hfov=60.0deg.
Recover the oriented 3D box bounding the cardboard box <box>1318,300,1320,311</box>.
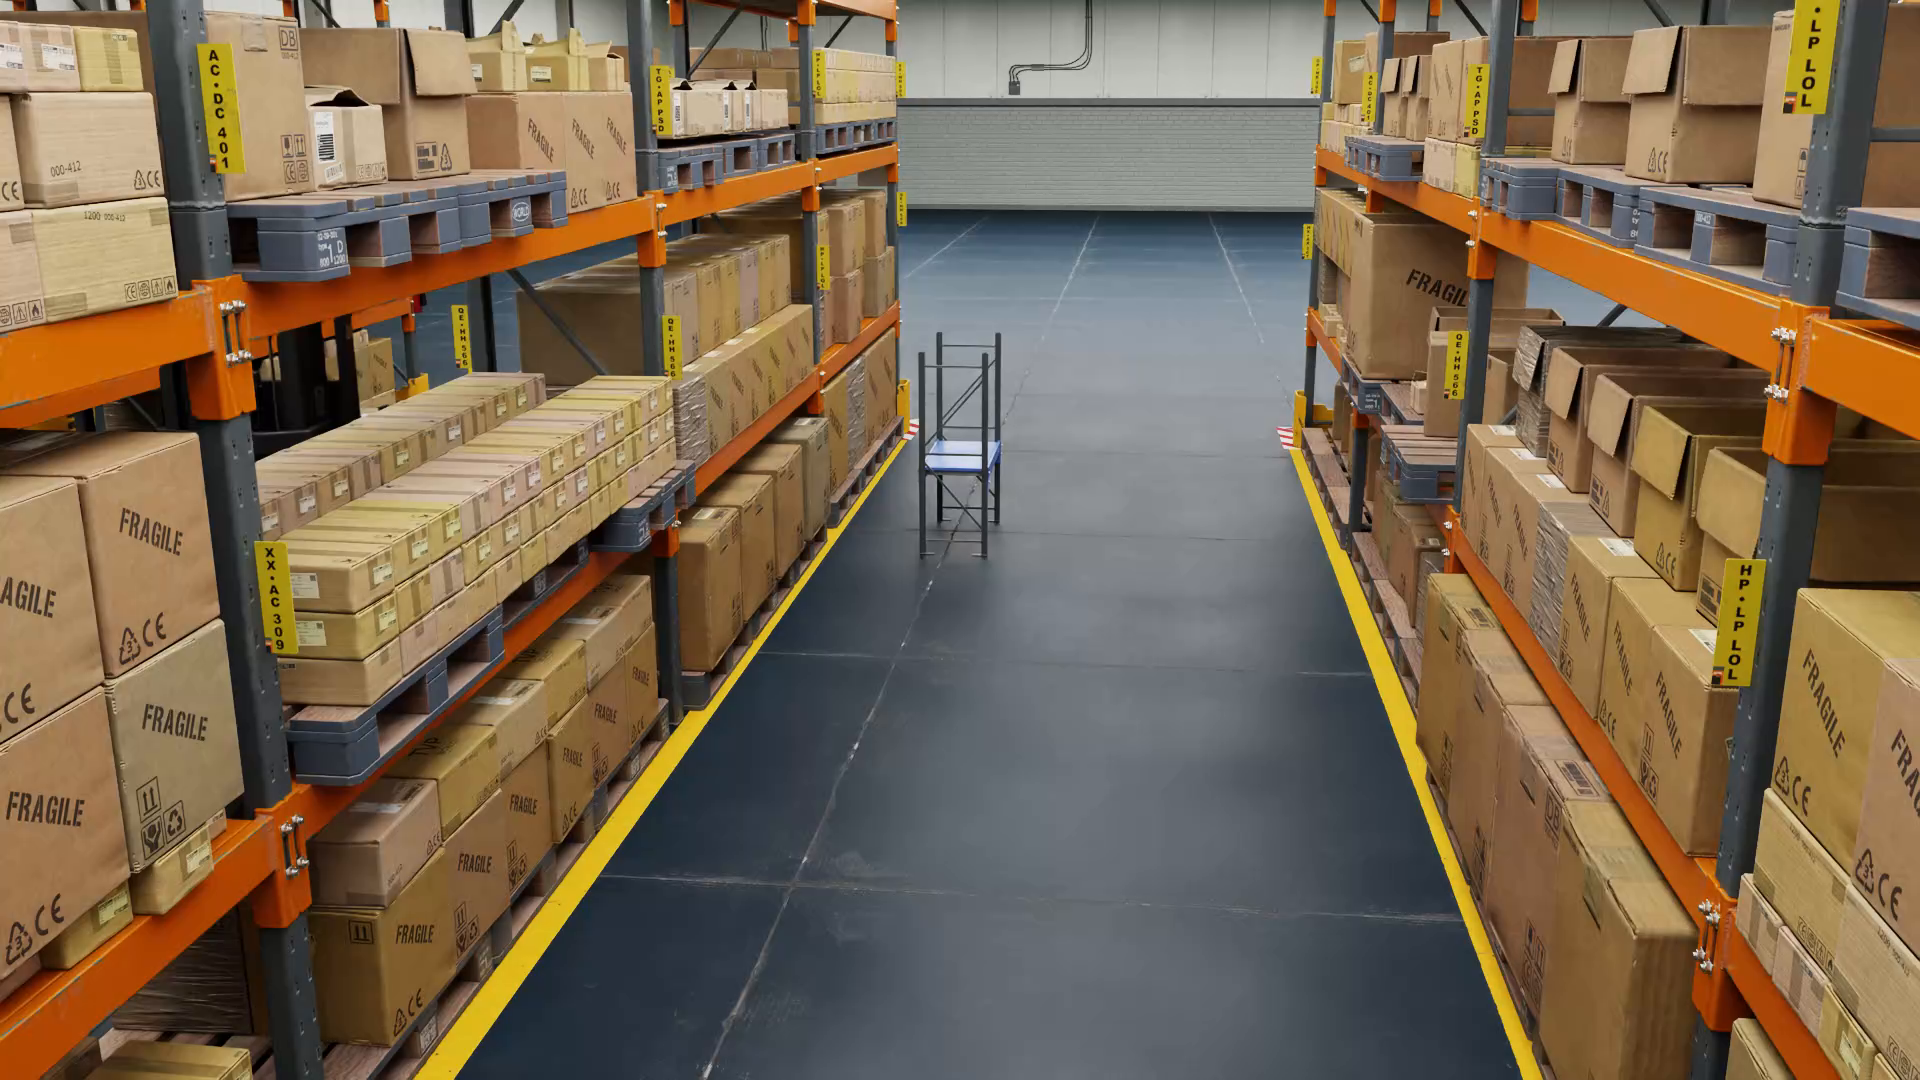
[{"bbox_3d":[3.544,-2.186,15.479,0.380,0.149,0.250,2,15,6],"label":"cardboard box"}]

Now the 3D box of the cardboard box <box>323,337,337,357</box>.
[{"bbox_3d":[-5.902,-1.770,15.245,0.380,0.149,0.250,2,15,9],"label":"cardboard box"}]

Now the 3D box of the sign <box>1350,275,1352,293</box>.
[{"bbox_3d":[2.822,-1.768,11.796,0.100,0.325,0.005,2,15,6],"label":"sign"}]

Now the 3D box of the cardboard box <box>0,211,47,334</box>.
[{"bbox_3d":[-2.313,-0.545,3.471,0.500,0.250,0.500,2,15,6],"label":"cardboard box"}]

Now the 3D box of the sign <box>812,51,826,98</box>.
[{"bbox_3d":[-1.015,-3.345,11.945,0.100,0.325,0.005,2,15,6],"label":"sign"}]

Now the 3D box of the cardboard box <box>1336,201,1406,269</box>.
[{"bbox_3d":[3.252,-2.395,13.096,0.500,0.500,0.500,2,15,6],"label":"cardboard box"}]

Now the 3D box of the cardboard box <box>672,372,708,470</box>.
[{"bbox_3d":[-1.687,-0.628,9.046,0.500,0.500,0.500,2,15,7],"label":"cardboard box"}]

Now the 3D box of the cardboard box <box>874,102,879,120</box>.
[{"bbox_3d":[-0.919,-3.763,14.572,0.380,0.149,0.250,1,15,5],"label":"cardboard box"}]

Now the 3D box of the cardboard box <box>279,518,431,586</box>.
[{"bbox_3d":[-1.931,0.037,5.317,0.380,0.149,0.250,2,15,8],"label":"cardboard box"}]

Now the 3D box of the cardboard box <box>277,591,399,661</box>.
[{"bbox_3d":[-1.956,0.253,5.088,0.380,0.149,0.250,2,15,7],"label":"cardboard box"}]

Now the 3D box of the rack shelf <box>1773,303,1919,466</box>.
[{"bbox_3d":[2.234,0.157,1.968,1.077,0.370,4.000,2,15,6],"label":"rack shelf"}]

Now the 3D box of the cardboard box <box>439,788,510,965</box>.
[{"bbox_3d":[-2.053,1.249,6.280,0.500,0.500,0.500,2,15,9],"label":"cardboard box"}]

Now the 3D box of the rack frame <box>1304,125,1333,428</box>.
[{"bbox_3d":[3.813,-2.374,15.694,1.000,3.000,0.127,2,15,6],"label":"rack frame"}]

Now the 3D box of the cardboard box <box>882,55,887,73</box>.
[{"bbox_3d":[-0.863,-4.280,14.955,0.380,0.149,0.250,2,15,7],"label":"cardboard box"}]

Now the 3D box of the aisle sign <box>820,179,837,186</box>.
[{"bbox_3d":[-1.394,-3.828,16.092,0.394,0.787,0.004,2,15,6],"label":"aisle sign"}]

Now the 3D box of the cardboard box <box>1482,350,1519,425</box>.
[{"bbox_3d":[2.932,-0.691,8.475,0.500,0.500,0.500,0,15,-1],"label":"cardboard box"}]

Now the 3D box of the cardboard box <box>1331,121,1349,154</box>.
[{"bbox_3d":[3.390,-3.370,13.918,0.500,0.250,0.500,2,15,6],"label":"cardboard box"}]

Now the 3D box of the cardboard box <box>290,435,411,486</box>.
[{"bbox_3d":[-2.429,-0.320,6.636,0.380,0.149,0.250,1,15,5],"label":"cardboard box"}]

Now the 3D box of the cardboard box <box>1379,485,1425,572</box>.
[{"bbox_3d":[3.199,-0.060,11.084,0.700,0.500,0.500,2,15,6],"label":"cardboard box"}]

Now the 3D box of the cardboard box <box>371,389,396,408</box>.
[{"bbox_3d":[-5.860,-1.317,16.250,0.500,0.250,0.500,2,15,6],"label":"cardboard box"}]

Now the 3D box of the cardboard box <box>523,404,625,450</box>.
[{"bbox_3d":[-1.693,-0.497,7.290,0.380,0.149,0.250,2,15,8],"label":"cardboard box"}]

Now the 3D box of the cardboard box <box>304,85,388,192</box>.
[{"bbox_3d":[-2.150,-1.263,5.208,0.500,0.311,0.500,1,15,5],"label":"cardboard box"}]

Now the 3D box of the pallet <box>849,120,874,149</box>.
[{"bbox_3d":[-1.312,-3.441,14.065,1.003,0.211,1.213,2,15,6],"label":"pallet"}]

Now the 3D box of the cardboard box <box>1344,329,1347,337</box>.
[{"bbox_3d":[3.284,-1.602,13.322,0.380,0.149,0.250,2,15,6],"label":"cardboard box"}]

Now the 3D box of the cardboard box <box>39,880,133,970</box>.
[{"bbox_3d":[-2.268,0.906,4.046,0.380,0.149,0.250,2,15,8],"label":"cardboard box"}]

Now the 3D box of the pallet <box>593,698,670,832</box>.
[{"bbox_3d":[-2.096,1.078,8.272,1.003,0.211,1.213,2,15,6],"label":"pallet"}]

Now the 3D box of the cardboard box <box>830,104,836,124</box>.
[{"bbox_3d":[-1.149,-3.238,12.629,0.380,0.149,0.250,2,15,6],"label":"cardboard box"}]

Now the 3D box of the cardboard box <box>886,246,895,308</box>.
[{"bbox_3d":[-1.100,-2.521,15.951,0.875,0.550,0.550,2,15,6],"label":"cardboard box"}]

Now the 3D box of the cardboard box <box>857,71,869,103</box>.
[{"bbox_3d":[-1.053,-3.790,13.908,0.500,0.250,0.500,2,15,7],"label":"cardboard box"}]

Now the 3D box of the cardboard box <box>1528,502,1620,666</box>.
[{"bbox_3d":[2.417,0.167,6.105,0.500,0.500,0.500,2,15,6],"label":"cardboard box"}]

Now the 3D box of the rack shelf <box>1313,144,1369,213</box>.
[{"bbox_3d":[3.588,-2.956,13.478,1.077,0.370,4.000,2,15,6],"label":"rack shelf"}]

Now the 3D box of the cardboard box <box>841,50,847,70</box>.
[{"bbox_3d":[-1.091,-3.753,13.007,0.380,0.149,0.250,1,15,5],"label":"cardboard box"}]

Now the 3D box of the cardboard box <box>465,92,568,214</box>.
[{"bbox_3d":[-1.922,-1.552,6.718,0.500,0.500,0.500,2,15,6],"label":"cardboard box"}]

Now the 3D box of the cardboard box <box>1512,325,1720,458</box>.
[{"bbox_3d":[2.812,-0.642,7.177,0.797,0.503,0.637,2,15,8],"label":"cardboard box"}]

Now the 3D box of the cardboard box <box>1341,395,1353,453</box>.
[{"bbox_3d":[3.693,-1.052,14.791,0.500,0.500,0.500,6,16,21],"label":"cardboard box"}]

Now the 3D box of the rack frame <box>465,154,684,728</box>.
[{"bbox_3d":[-2.006,-0.471,8.658,1.000,3.000,0.127,2,15,6],"label":"rack frame"}]

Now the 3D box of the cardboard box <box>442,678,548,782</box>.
[{"bbox_3d":[-1.992,0.754,6.674,0.500,0.250,0.500,2,15,8],"label":"cardboard box"}]

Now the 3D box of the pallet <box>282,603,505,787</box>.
[{"bbox_3d":[-2.227,0.465,5.563,1.003,0.211,1.213,2,15,6],"label":"pallet"}]

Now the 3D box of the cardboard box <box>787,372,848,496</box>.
[{"bbox_3d":[-1.414,-0.847,13.313,0.875,0.875,0.875,2,15,7],"label":"cardboard box"}]

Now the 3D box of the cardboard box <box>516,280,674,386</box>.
[{"bbox_3d":[-1.946,-1.118,8.944,0.700,0.500,0.500,2,15,6],"label":"cardboard box"}]

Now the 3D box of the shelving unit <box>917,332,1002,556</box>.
[{"bbox_3d":[0.010,-0.746,12.548,0.538,1.500,1.048,2,15,6],"label":"shelving unit"}]

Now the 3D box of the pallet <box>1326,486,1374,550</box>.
[{"bbox_3d":[3.403,-0.165,12.869,1.003,0.211,1.213,2,15,6],"label":"pallet"}]

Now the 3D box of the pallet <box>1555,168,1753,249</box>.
[{"bbox_3d":[2.767,-1.197,5.957,1.003,0.211,1.213,2,15,9],"label":"pallet"}]

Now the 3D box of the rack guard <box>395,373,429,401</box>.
[{"bbox_3d":[-6.042,-1.439,17.027,1.175,0.500,0.348,2,15,6],"label":"rack guard"}]

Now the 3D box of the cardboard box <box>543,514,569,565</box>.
[{"bbox_3d":[-1.783,-0.008,6.621,0.380,0.149,0.250,1,15,4],"label":"cardboard box"}]

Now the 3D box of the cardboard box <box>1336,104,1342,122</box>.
[{"bbox_3d":[3.388,-3.612,14.051,0.380,0.149,0.250,2,15,6],"label":"cardboard box"}]

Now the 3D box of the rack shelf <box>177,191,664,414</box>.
[{"bbox_3d":[-2.232,-1.053,6.442,1.077,0.370,4.000,2,15,6],"label":"rack shelf"}]

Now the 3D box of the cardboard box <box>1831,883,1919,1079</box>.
[{"bbox_3d":[2.085,0.910,3.266,0.500,0.250,0.500,2,15,6],"label":"cardboard box"}]

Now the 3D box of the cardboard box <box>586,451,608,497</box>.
[{"bbox_3d":[-1.724,-0.288,7.086,0.380,0.149,0.250,2,15,6],"label":"cardboard box"}]

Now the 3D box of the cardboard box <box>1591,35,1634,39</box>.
[{"bbox_3d":[3.219,-2.151,7.974,0.500,0.500,0.500,2,15,7],"label":"cardboard box"}]

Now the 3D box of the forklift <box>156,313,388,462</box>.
[{"bbox_3d":[-4.189,-0.891,10.343,1.130,2.935,3.031,1,15,2],"label":"forklift"}]
